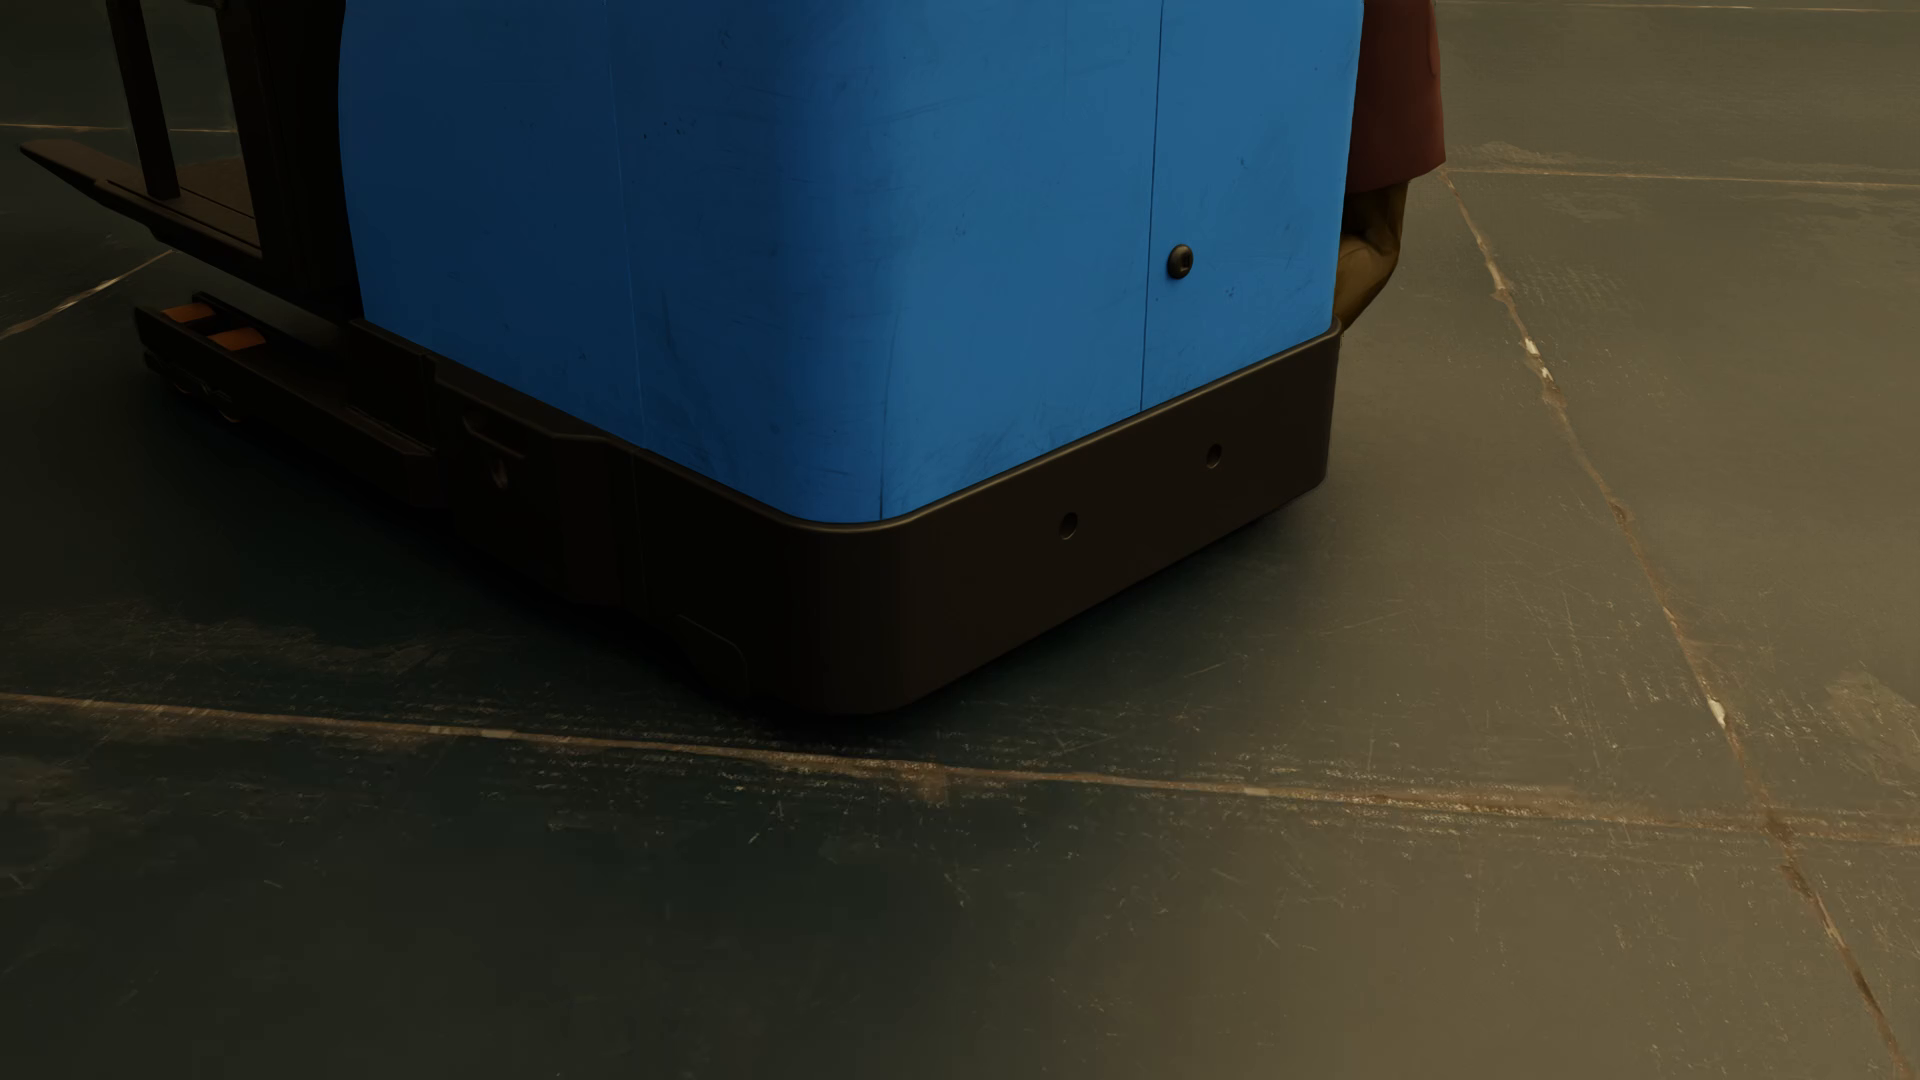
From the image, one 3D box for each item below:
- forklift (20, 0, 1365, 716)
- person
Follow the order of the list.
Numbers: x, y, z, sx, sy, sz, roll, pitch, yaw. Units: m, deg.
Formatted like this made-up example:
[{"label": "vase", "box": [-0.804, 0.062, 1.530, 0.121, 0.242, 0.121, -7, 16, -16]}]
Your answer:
[{"label": "forklift", "box": [-0.846, -1.662, 2.548, 3.031, 2.935, 1.130, 23, 35, 39]}, {"label": "person", "box": [0.267, -0.994, 2.808, 1.153, 1.568, 0.930, 8, 28, 15]}]
